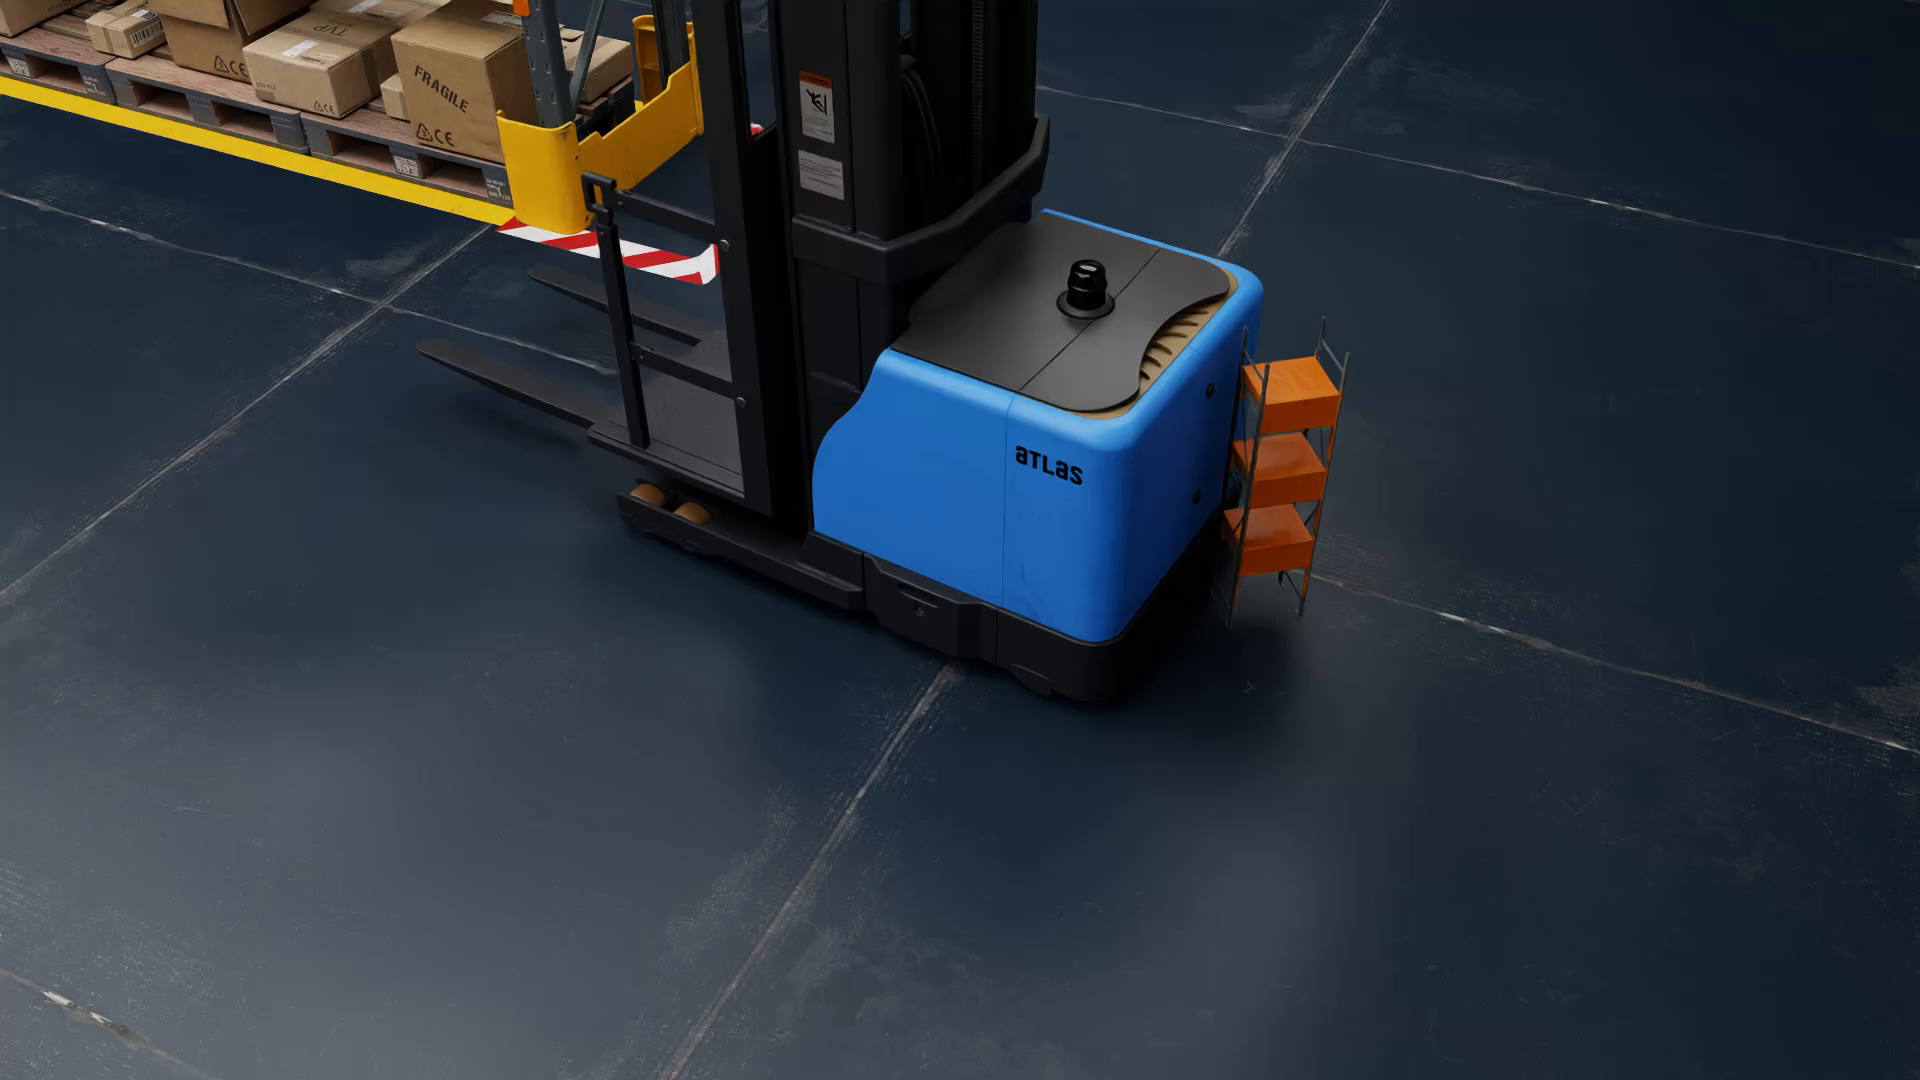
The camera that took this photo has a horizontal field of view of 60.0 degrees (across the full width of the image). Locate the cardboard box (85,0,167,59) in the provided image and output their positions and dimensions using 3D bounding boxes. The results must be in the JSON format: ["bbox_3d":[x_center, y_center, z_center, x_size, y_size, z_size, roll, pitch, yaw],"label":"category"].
[{"bbox_3d":[-4.074,-2.556,8.236,0.250,0.166,0.380,17,44,19],"label":"cardboard box"}]

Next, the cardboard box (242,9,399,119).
[{"bbox_3d":[-2.971,-2.243,7.811,0.500,0.250,0.500,17,44,19],"label":"cardboard box"}]

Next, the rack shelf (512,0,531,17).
[{"bbox_3d":[-3.338,-3.113,7.600,4.000,0.370,1.077,17,44,19],"label":"rack shelf"}]

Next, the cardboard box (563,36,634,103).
[{"bbox_3d":[-1.760,-2.240,7.885,0.250,0.149,0.380,17,44,19],"label":"cardboard box"}]

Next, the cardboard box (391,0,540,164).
[{"bbox_3d":[-2.123,-2.057,7.405,0.500,0.500,0.500,17,44,19],"label":"cardboard box"}]

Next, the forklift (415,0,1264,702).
[{"bbox_3d":[-0.585,-1.342,5.060,3.031,2.935,1.130,22,45,23],"label":"forklift"}]

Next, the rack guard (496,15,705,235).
[{"bbox_3d":[-1.595,-1.907,7.569,0.348,0.500,1.175,17,44,19],"label":"rack guard"}]

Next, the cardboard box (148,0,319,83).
[{"bbox_3d":[-3.446,-2.644,8.081,0.637,0.503,0.797,17,44,19],"label":"cardboard box"}]

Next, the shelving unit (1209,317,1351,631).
[{"bbox_3d":[0.975,-0.181,5.157,0.252,1.050,0.215,-8,42,-9],"label":"shelving unit"}]

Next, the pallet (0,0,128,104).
[{"bbox_3d":[-4.529,-2.694,8.697,1.213,0.211,1.003,17,44,19],"label":"pallet"}]

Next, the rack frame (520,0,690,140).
[{"bbox_3d":[-1.526,-2.831,6.726,0.127,3.000,1.000,17,44,19],"label":"rack frame"}]

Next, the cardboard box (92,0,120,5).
[{"bbox_3d":[-4.515,-3.171,8.691,0.500,0.500,0.500,17,44,19],"label":"cardboard box"}]

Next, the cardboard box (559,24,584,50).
[{"bbox_3d":[-1.987,-2.316,7.959,0.250,0.166,0.380,17,44,19],"label":"cardboard box"}]

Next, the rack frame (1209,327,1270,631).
[{"bbox_3d":[0.856,-0.164,5.137,0.008,1.050,0.200,-8,42,-9],"label":"rack frame"}]

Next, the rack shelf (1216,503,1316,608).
[{"bbox_3d":[0.975,0.037,5.346,0.240,0.259,0.215,-8,42,-9],"label":"rack shelf"}]

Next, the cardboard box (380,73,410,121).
[{"bbox_3d":[-2.452,-2.096,7.706,0.250,0.166,0.380,17,44,19],"label":"cardboard box"}]

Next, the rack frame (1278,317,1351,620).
[{"bbox_3d":[1.094,-0.198,5.177,0.008,1.050,0.200,-8,42,-9],"label":"rack frame"}]

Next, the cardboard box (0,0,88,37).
[{"bbox_3d":[-4.862,-2.844,8.458,0.500,0.311,0.500,17,44,19],"label":"cardboard box"}]

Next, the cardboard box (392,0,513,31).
[{"bbox_3d":[-2.352,-2.415,8.010,0.500,0.250,0.500,17,44,19],"label":"cardboard box"}]

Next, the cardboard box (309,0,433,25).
[{"bbox_3d":[-2.805,-2.554,8.170,0.500,0.250,0.500,17,44,19],"label":"cardboard box"}]

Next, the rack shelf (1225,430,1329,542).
[{"bbox_3d":[0.975,-0.173,5.164,0.240,0.259,0.215,-8,42,-9],"label":"rack shelf"}]

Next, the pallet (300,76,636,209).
[{"bbox_3d":[-2.318,-2.018,7.918,1.213,0.211,1.003,17,44,19],"label":"pallet"}]

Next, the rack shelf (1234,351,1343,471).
[{"bbox_3d":[0.975,-0.387,4.978,0.240,0.259,0.215,-8,42,-9],"label":"rack shelf"}]

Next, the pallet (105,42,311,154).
[{"bbox_3d":[-3.419,-2.357,8.308,1.213,0.211,1.003,17,44,19],"label":"pallet"}]
